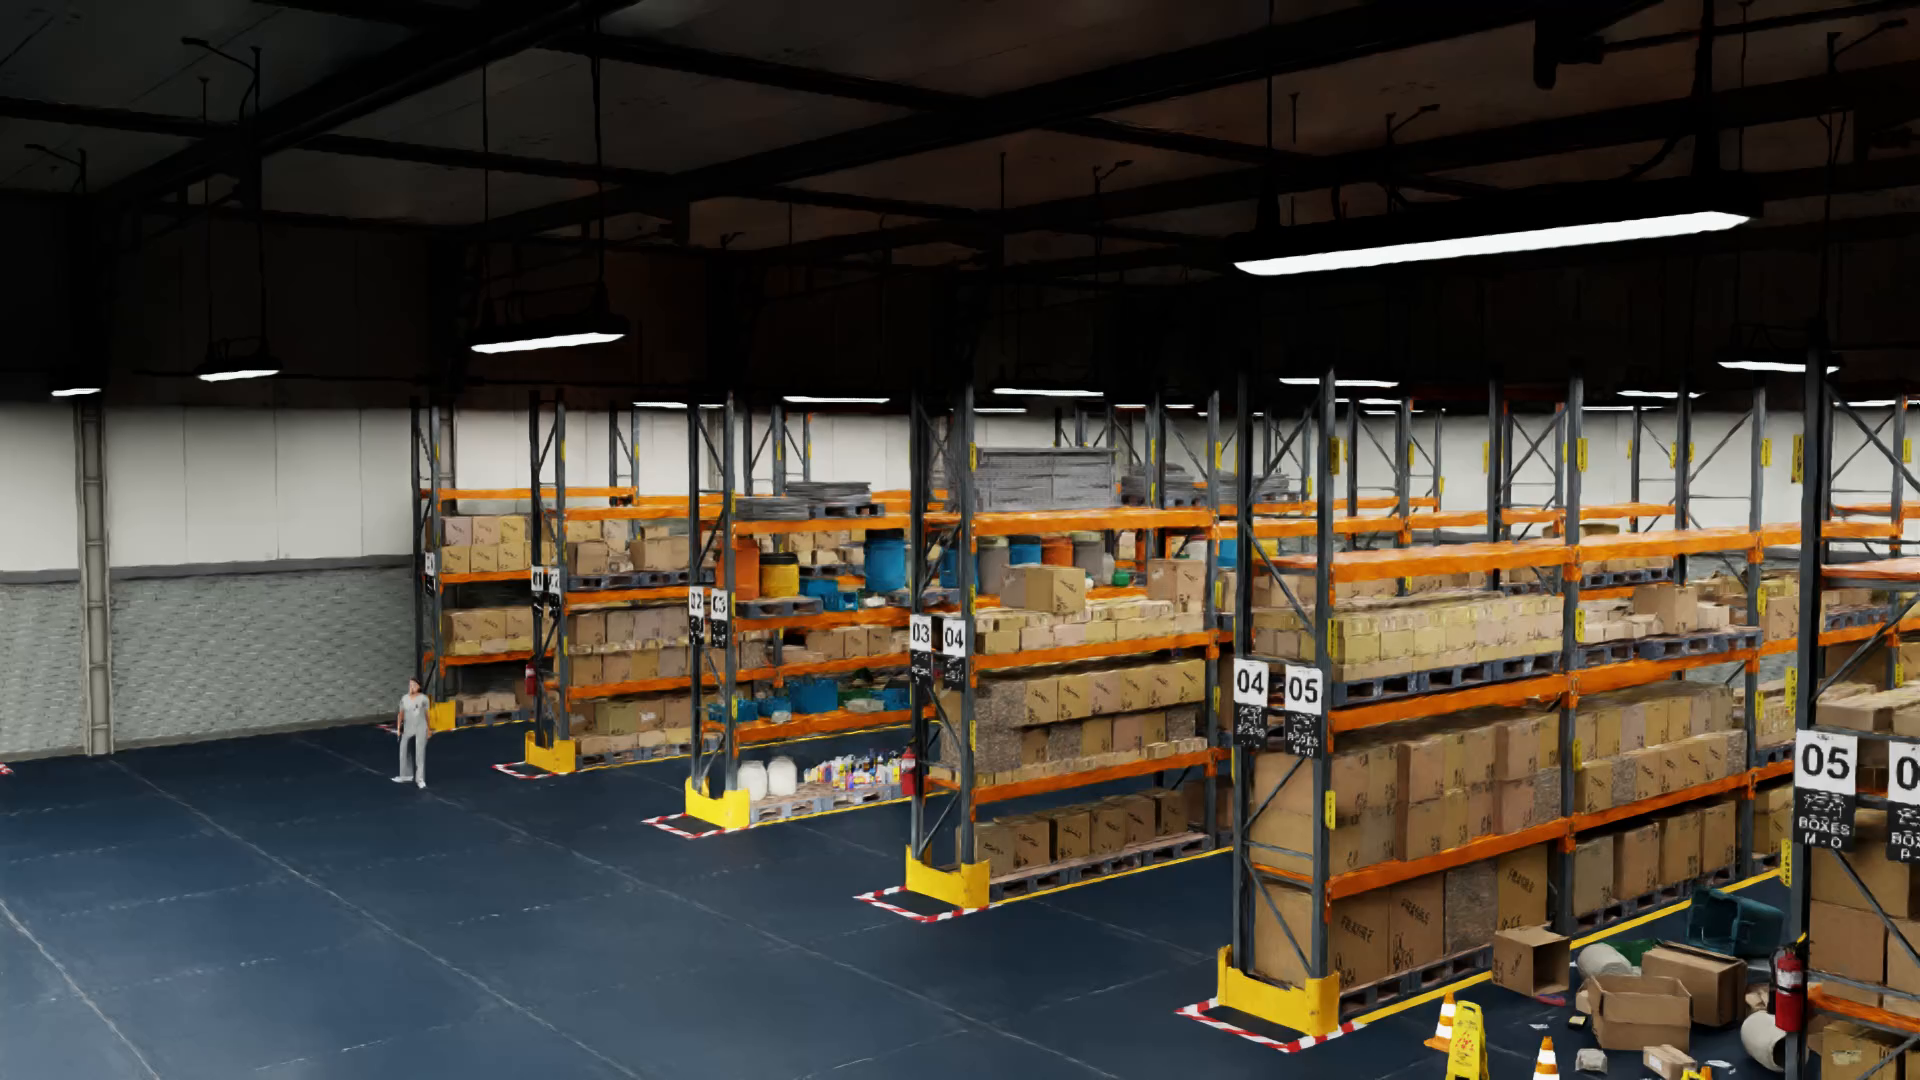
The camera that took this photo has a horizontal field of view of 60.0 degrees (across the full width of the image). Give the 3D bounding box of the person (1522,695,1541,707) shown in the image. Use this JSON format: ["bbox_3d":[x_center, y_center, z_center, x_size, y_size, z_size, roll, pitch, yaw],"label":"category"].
[{"bbox_3d":[8.051,2.932,23.276,0.549,1.735,0.702,-3,4,-41],"label":"person"}]

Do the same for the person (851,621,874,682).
[{"bbox_3d":[-2.084,2.300,33.764,1.115,1.705,0.557,-3,4,-42],"label":"person"}]

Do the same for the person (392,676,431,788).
[{"bbox_3d":[-8.281,2.864,24.989,0.643,1.666,0.467,0,3,4],"label":"person"}]
